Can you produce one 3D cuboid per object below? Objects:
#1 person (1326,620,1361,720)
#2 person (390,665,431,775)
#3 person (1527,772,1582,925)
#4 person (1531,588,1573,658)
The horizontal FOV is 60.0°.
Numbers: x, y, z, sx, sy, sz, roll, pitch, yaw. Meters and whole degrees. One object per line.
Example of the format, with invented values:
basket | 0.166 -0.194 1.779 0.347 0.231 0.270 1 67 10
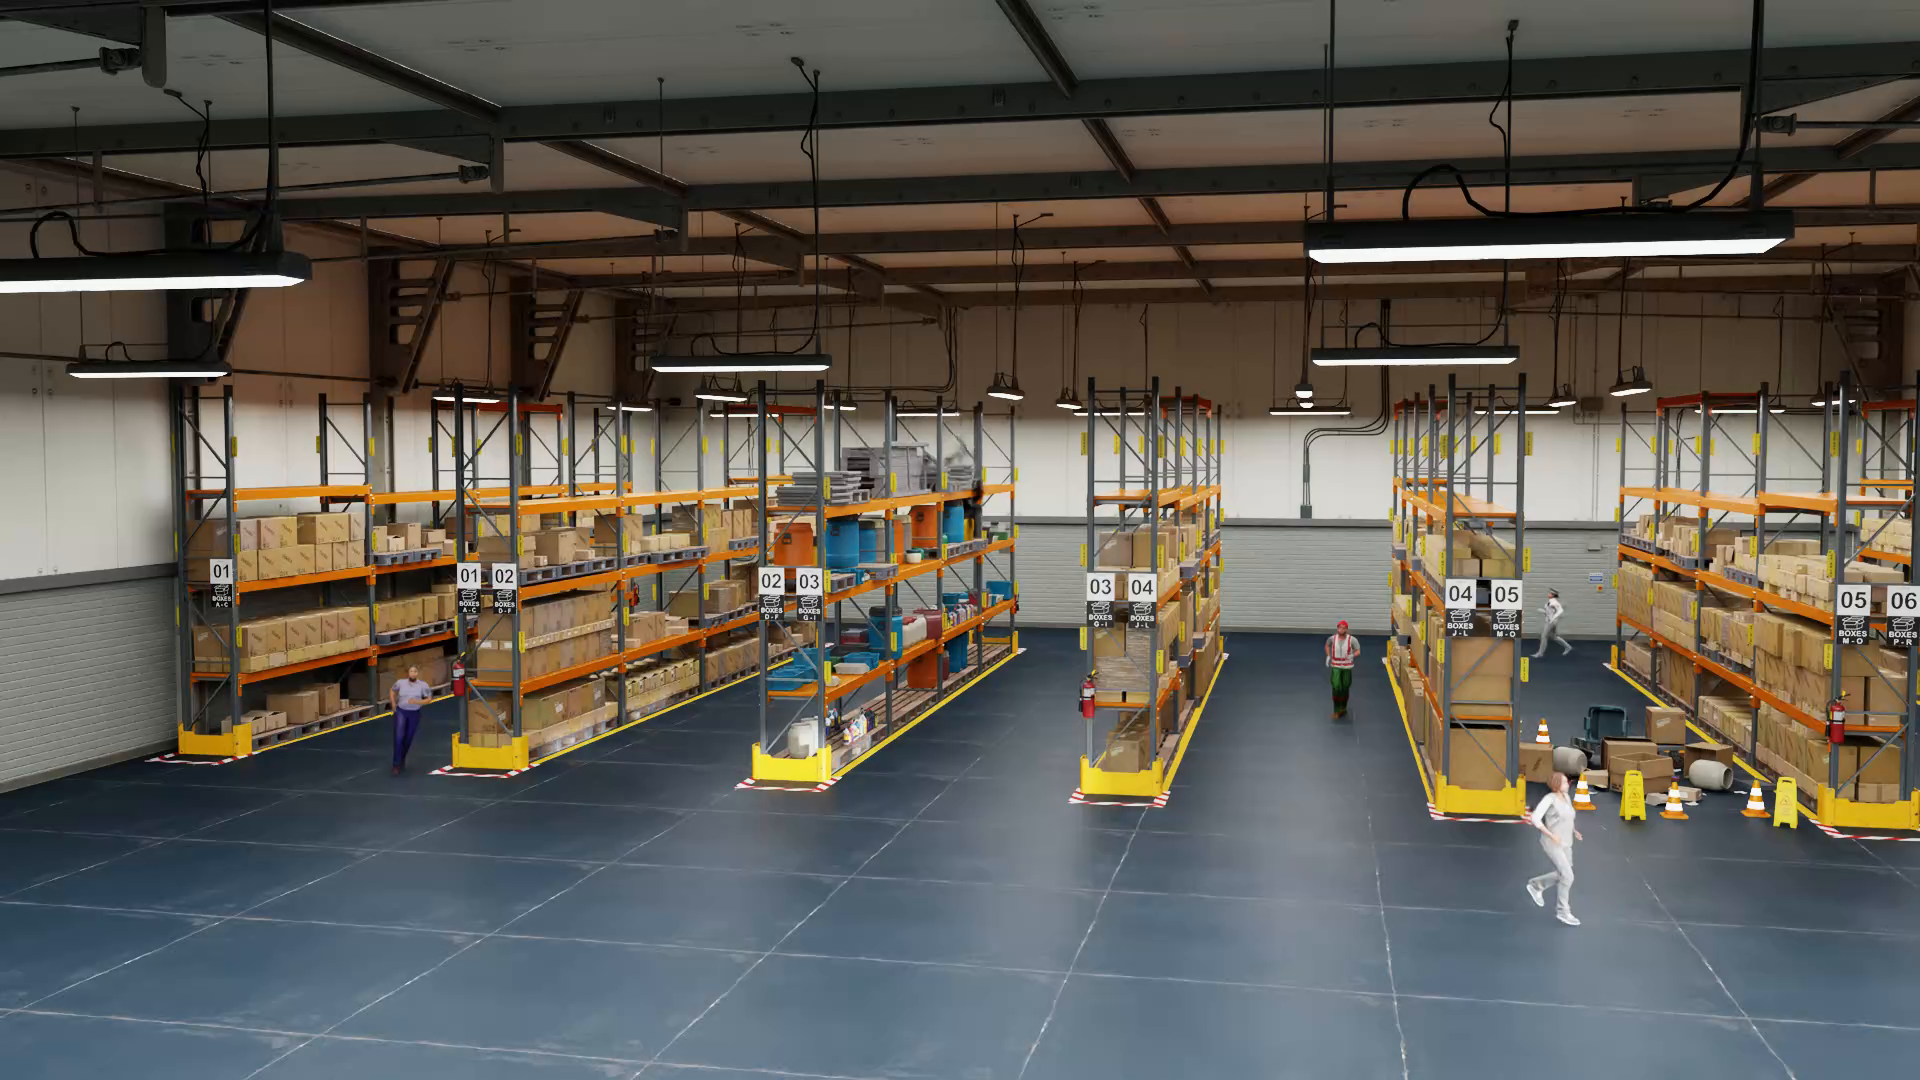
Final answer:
person | 7.080 2.401 30.751 0.636 1.846 0.791 1 3 13
person | -8.530 2.769 25.793 0.629 1.694 0.752 -1 3 -22
person | 6.265 3.233 17.606 0.546 1.586 0.661 -3 4 -39
person | 13.950 1.947 39.164 0.941 1.676 0.620 1 3 18
